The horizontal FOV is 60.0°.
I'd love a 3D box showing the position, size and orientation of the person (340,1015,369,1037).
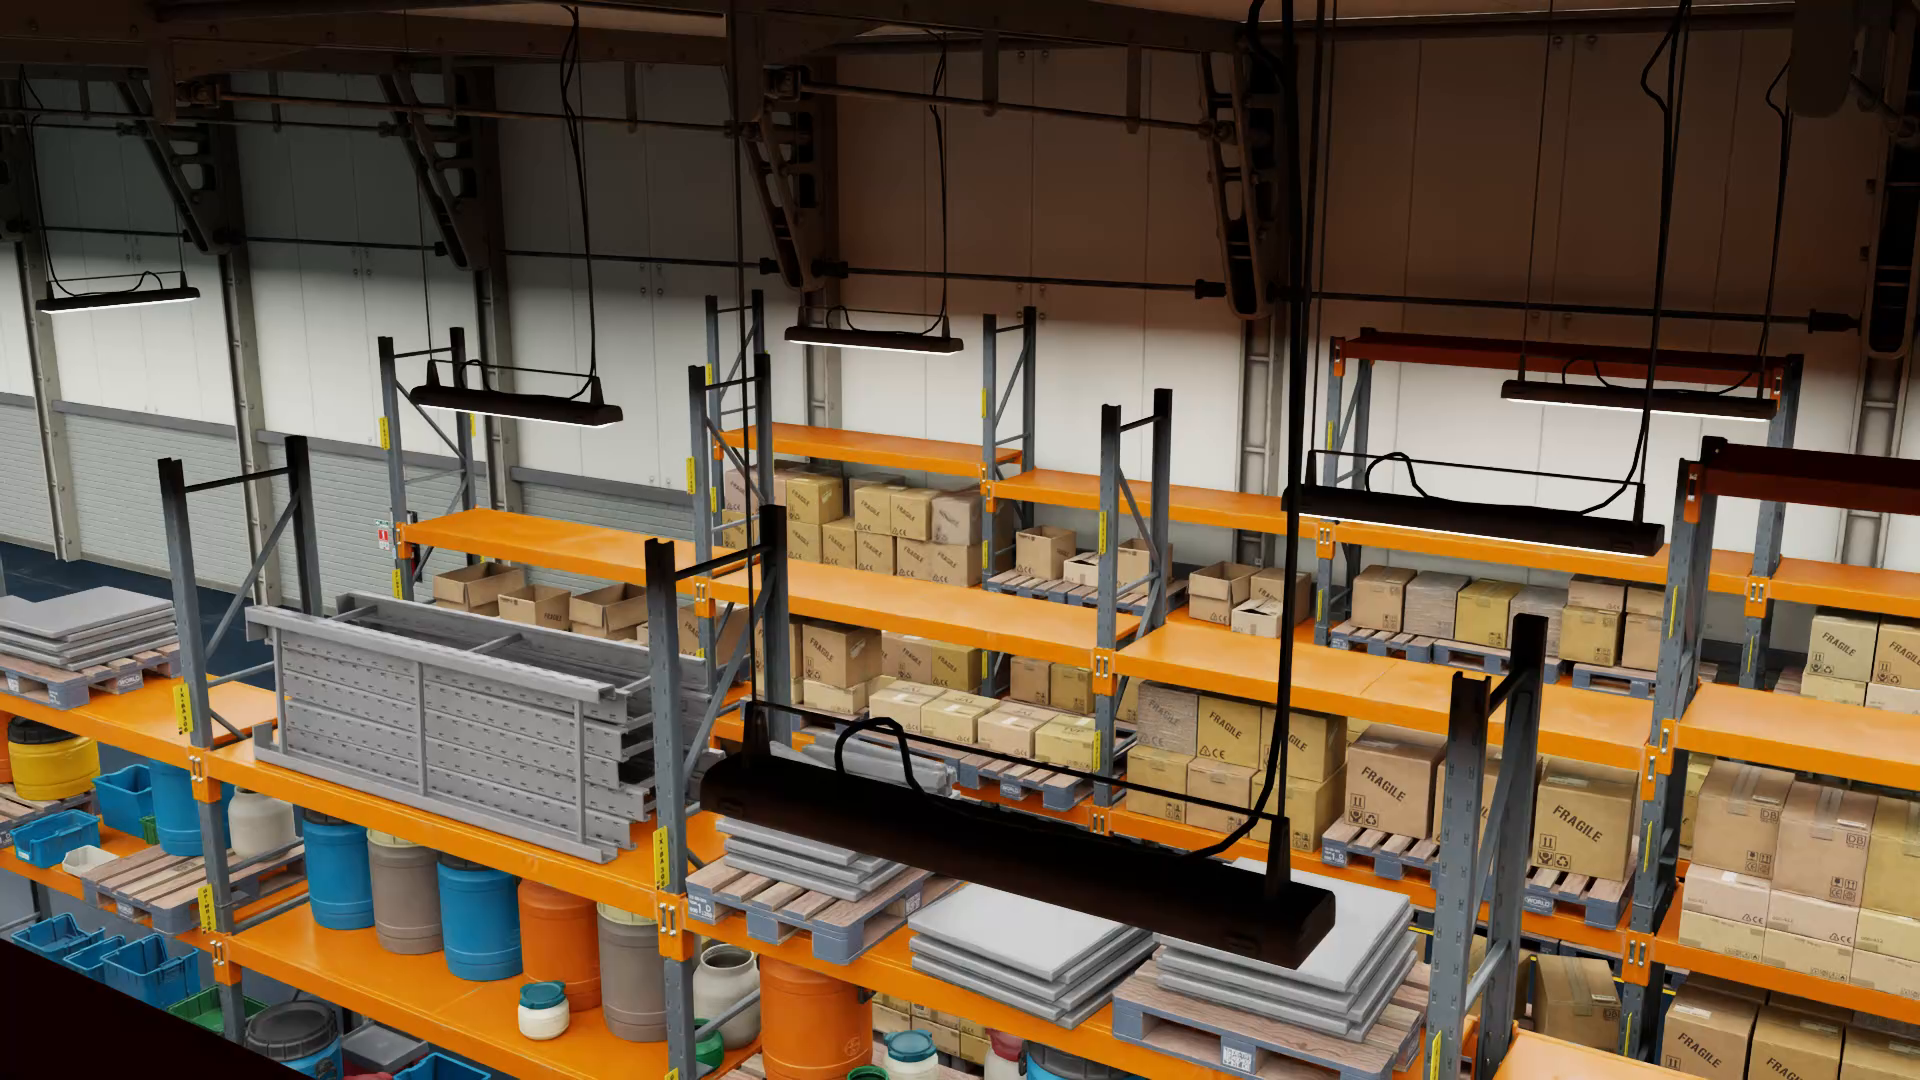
[{"bbox_3d":[-5.471,3.655,14.843,0.532,1.840,0.610,12,18,40],"label":"person"}]
